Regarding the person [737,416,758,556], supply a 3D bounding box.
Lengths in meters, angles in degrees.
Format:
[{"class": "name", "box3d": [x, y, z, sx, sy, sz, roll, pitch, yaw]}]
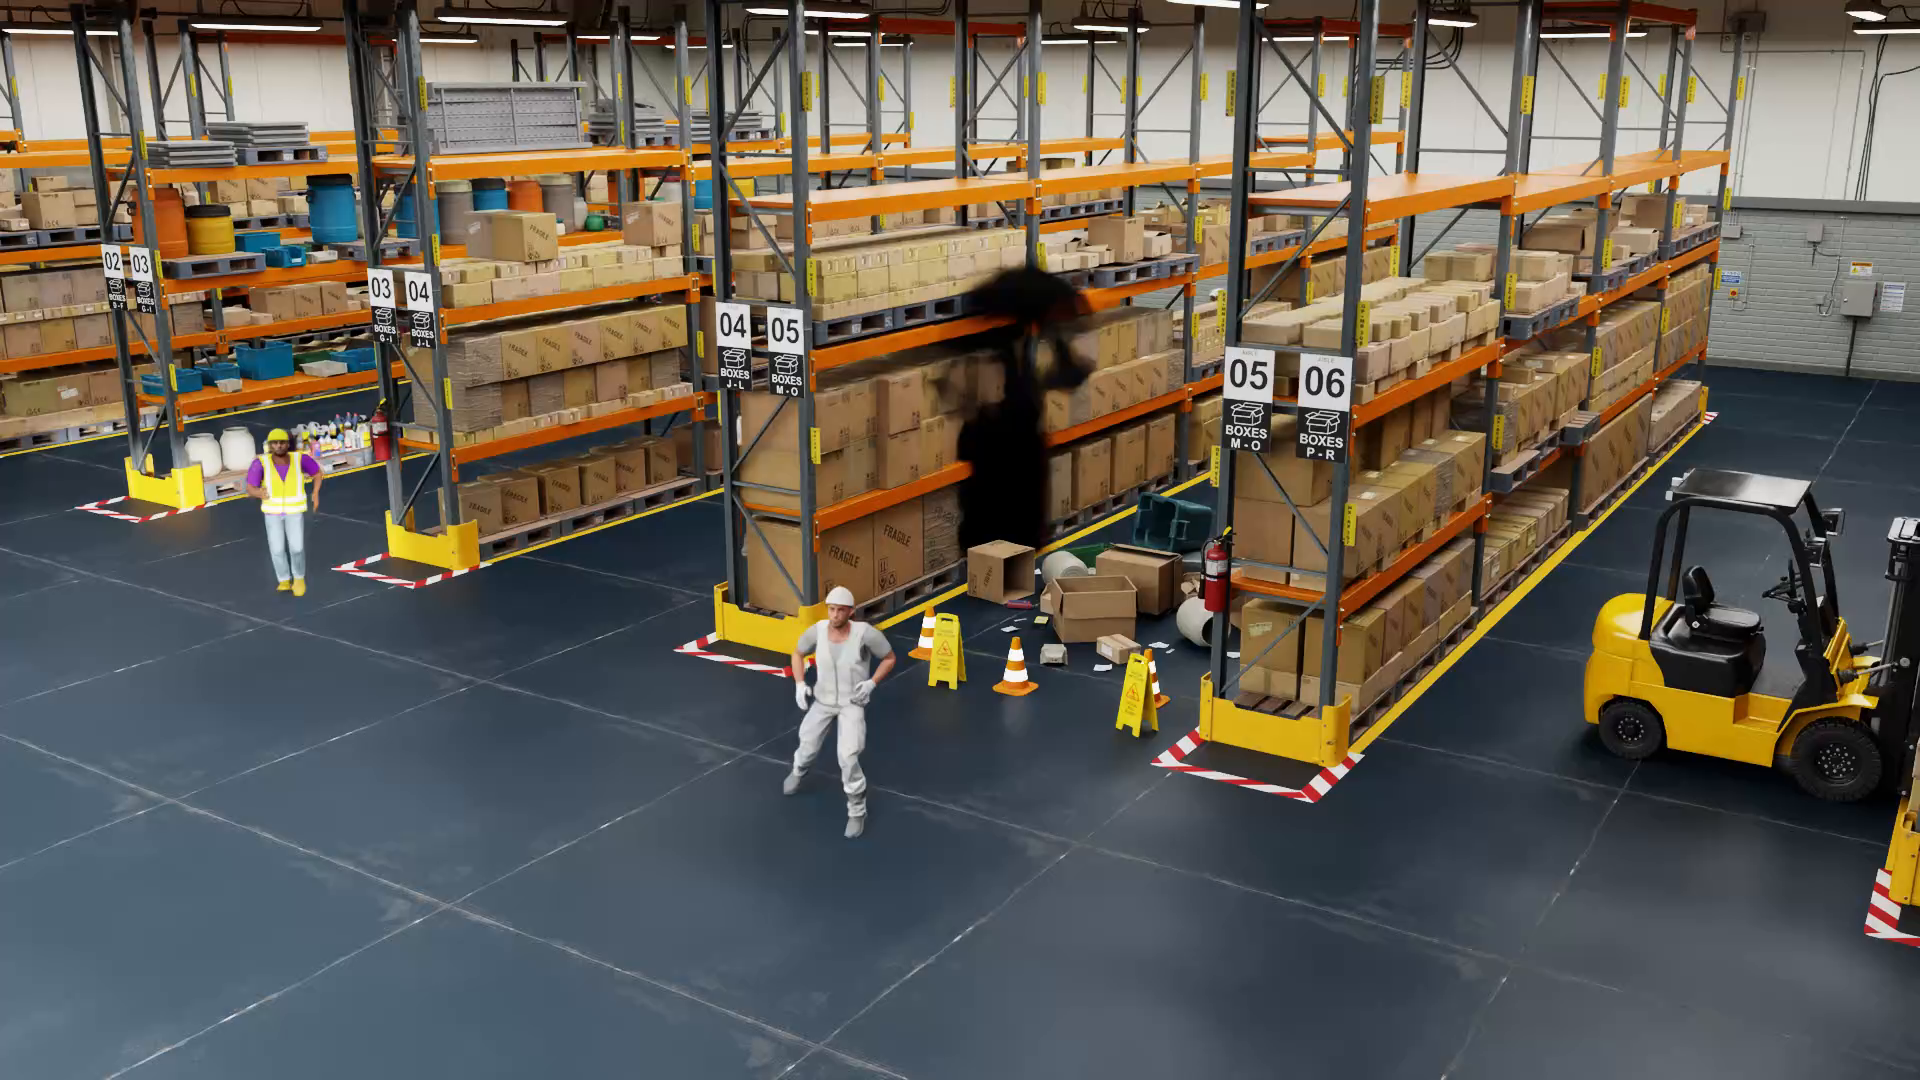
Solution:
[{"class": "person", "box3d": [-2.187, -0.731, 17.579, 0.616, 1.742, 0.856, 7, 17, 23]}]

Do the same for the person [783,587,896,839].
[{"class": "person", "box3d": [-0.895, 1.165, 11.835, 0.885, 1.778, 0.732, 2, 16, 7]}]

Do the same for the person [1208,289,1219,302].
[{"class": "person", "box3d": [4.358, -3.311, 27.900, 0.647, 1.812, 1.087, 15, 21, 42]}]

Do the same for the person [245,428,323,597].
[{"class": "person", "box3d": [-6.863, -0.264, 16.943, 0.723, 1.768, 0.691, -5, 16, -16]}]
